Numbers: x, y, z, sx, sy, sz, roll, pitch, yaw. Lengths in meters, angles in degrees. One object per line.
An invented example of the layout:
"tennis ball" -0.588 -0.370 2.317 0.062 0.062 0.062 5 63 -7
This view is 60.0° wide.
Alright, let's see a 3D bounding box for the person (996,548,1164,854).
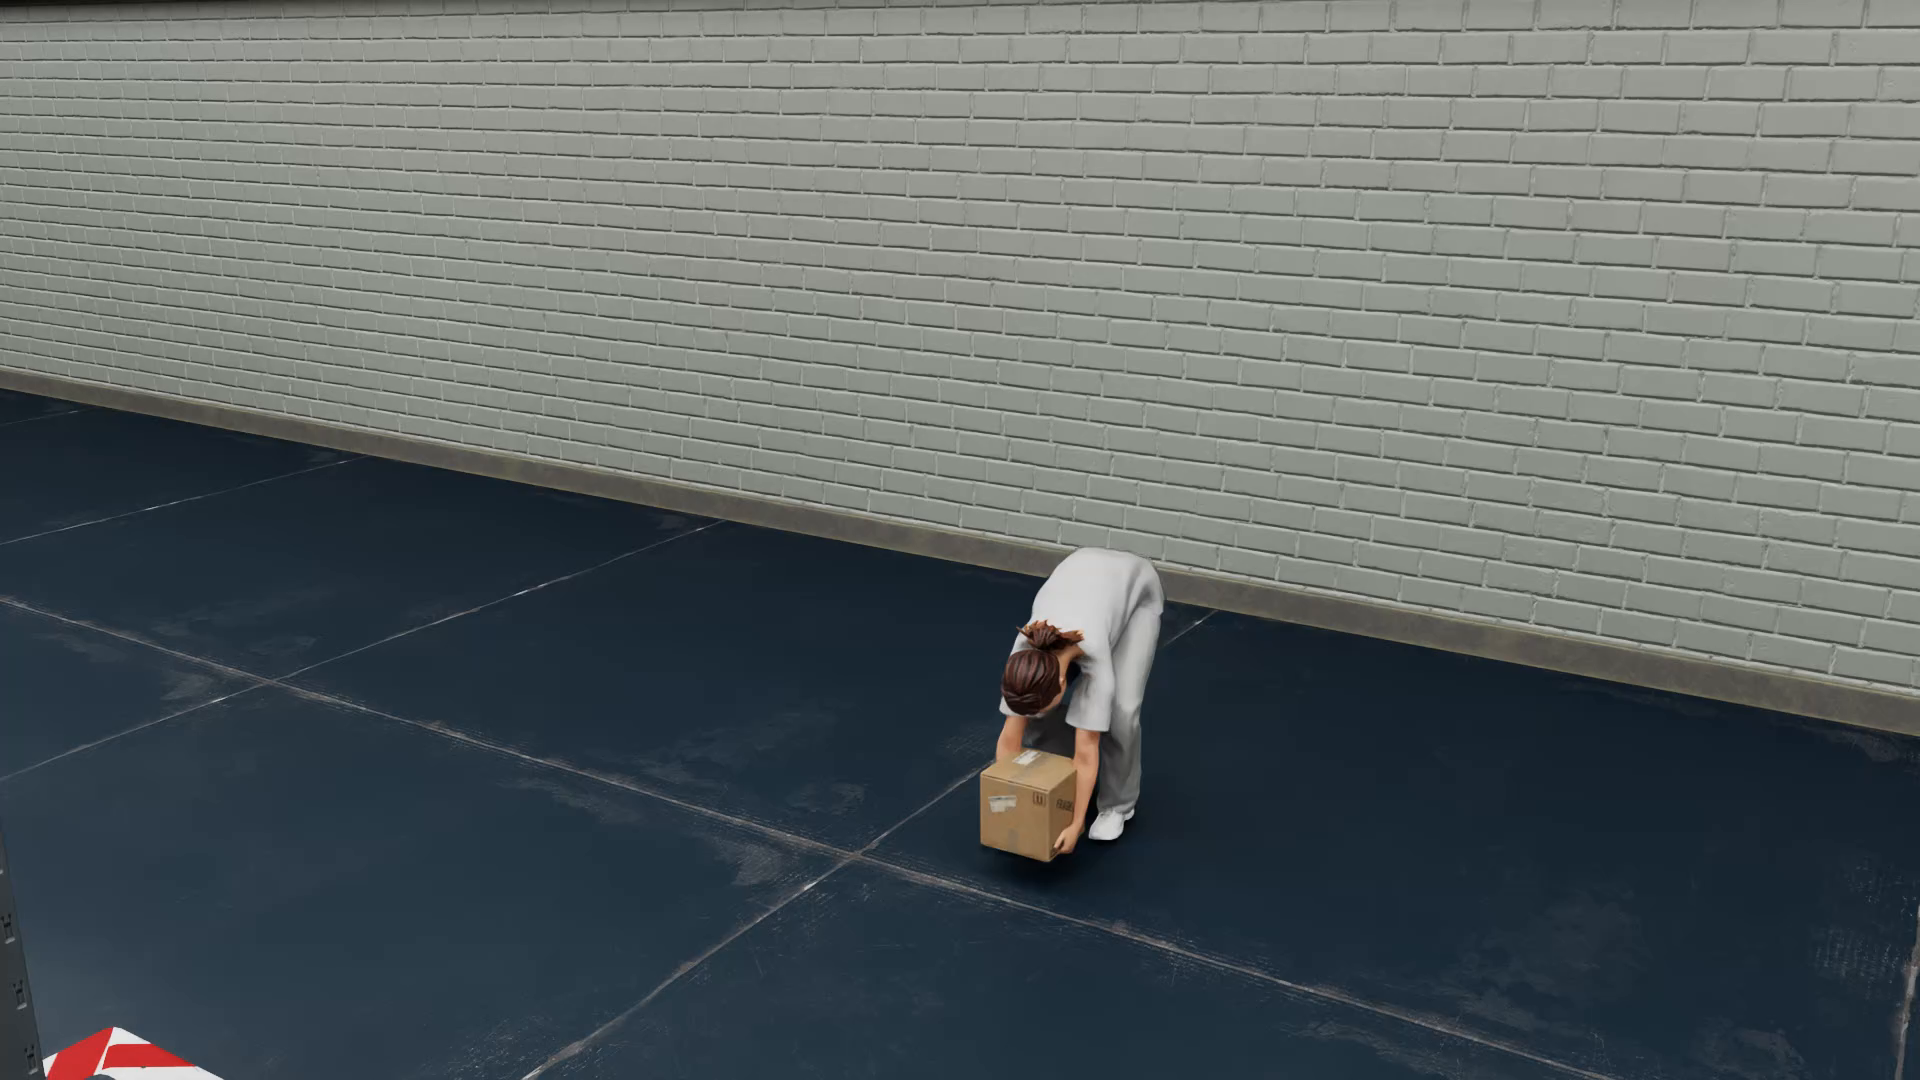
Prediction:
"person" 0.377 0.545 5.487 0.452 0.935 0.853 9 18 28
